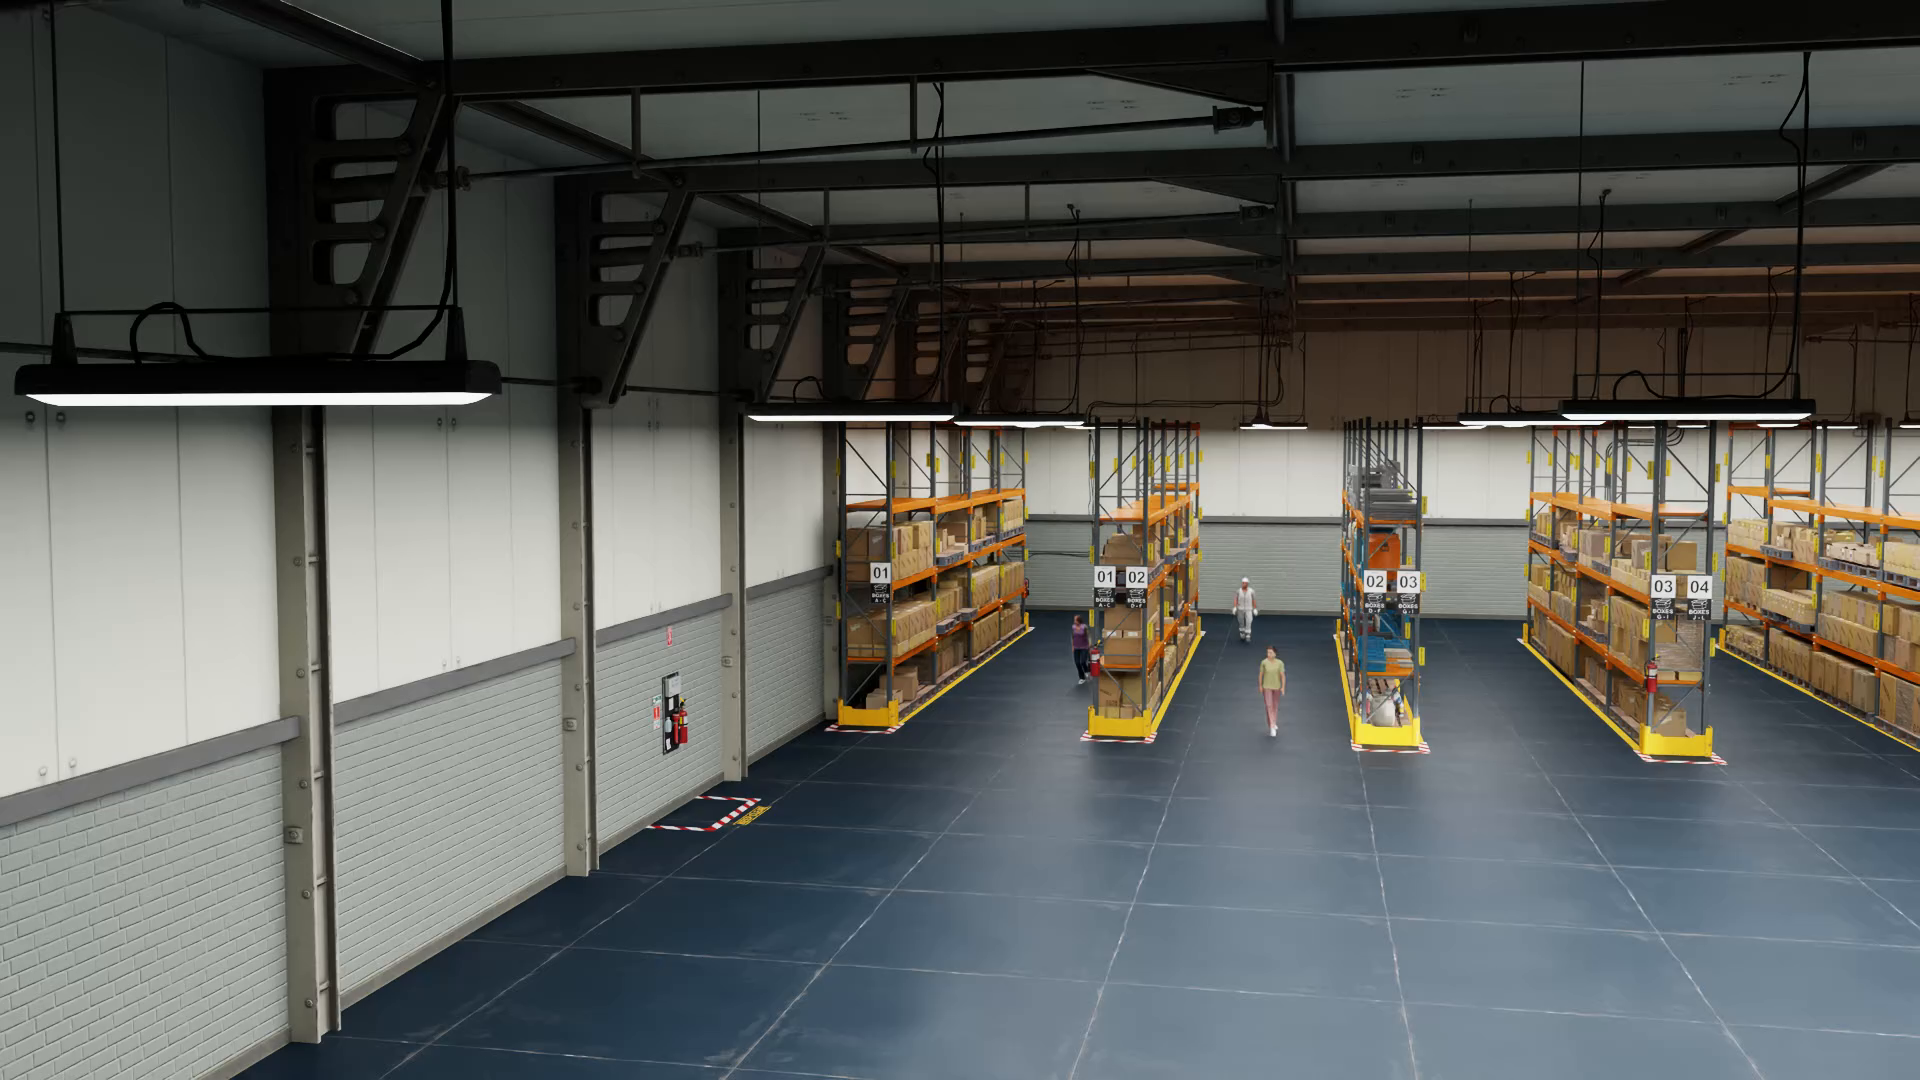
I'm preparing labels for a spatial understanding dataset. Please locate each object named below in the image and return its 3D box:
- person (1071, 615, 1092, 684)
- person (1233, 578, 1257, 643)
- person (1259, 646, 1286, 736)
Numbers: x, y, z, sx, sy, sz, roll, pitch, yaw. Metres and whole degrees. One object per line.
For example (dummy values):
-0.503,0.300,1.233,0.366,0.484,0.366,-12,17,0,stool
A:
2.775,2.483,37.902,0.499,1.578,0.456,2,4,26,person
7.767,1.905,45.297,0.670,1.731,1.098,1,4,8,person
5.949,2.843,31.618,0.474,1.628,0.869,0,4,1,person
